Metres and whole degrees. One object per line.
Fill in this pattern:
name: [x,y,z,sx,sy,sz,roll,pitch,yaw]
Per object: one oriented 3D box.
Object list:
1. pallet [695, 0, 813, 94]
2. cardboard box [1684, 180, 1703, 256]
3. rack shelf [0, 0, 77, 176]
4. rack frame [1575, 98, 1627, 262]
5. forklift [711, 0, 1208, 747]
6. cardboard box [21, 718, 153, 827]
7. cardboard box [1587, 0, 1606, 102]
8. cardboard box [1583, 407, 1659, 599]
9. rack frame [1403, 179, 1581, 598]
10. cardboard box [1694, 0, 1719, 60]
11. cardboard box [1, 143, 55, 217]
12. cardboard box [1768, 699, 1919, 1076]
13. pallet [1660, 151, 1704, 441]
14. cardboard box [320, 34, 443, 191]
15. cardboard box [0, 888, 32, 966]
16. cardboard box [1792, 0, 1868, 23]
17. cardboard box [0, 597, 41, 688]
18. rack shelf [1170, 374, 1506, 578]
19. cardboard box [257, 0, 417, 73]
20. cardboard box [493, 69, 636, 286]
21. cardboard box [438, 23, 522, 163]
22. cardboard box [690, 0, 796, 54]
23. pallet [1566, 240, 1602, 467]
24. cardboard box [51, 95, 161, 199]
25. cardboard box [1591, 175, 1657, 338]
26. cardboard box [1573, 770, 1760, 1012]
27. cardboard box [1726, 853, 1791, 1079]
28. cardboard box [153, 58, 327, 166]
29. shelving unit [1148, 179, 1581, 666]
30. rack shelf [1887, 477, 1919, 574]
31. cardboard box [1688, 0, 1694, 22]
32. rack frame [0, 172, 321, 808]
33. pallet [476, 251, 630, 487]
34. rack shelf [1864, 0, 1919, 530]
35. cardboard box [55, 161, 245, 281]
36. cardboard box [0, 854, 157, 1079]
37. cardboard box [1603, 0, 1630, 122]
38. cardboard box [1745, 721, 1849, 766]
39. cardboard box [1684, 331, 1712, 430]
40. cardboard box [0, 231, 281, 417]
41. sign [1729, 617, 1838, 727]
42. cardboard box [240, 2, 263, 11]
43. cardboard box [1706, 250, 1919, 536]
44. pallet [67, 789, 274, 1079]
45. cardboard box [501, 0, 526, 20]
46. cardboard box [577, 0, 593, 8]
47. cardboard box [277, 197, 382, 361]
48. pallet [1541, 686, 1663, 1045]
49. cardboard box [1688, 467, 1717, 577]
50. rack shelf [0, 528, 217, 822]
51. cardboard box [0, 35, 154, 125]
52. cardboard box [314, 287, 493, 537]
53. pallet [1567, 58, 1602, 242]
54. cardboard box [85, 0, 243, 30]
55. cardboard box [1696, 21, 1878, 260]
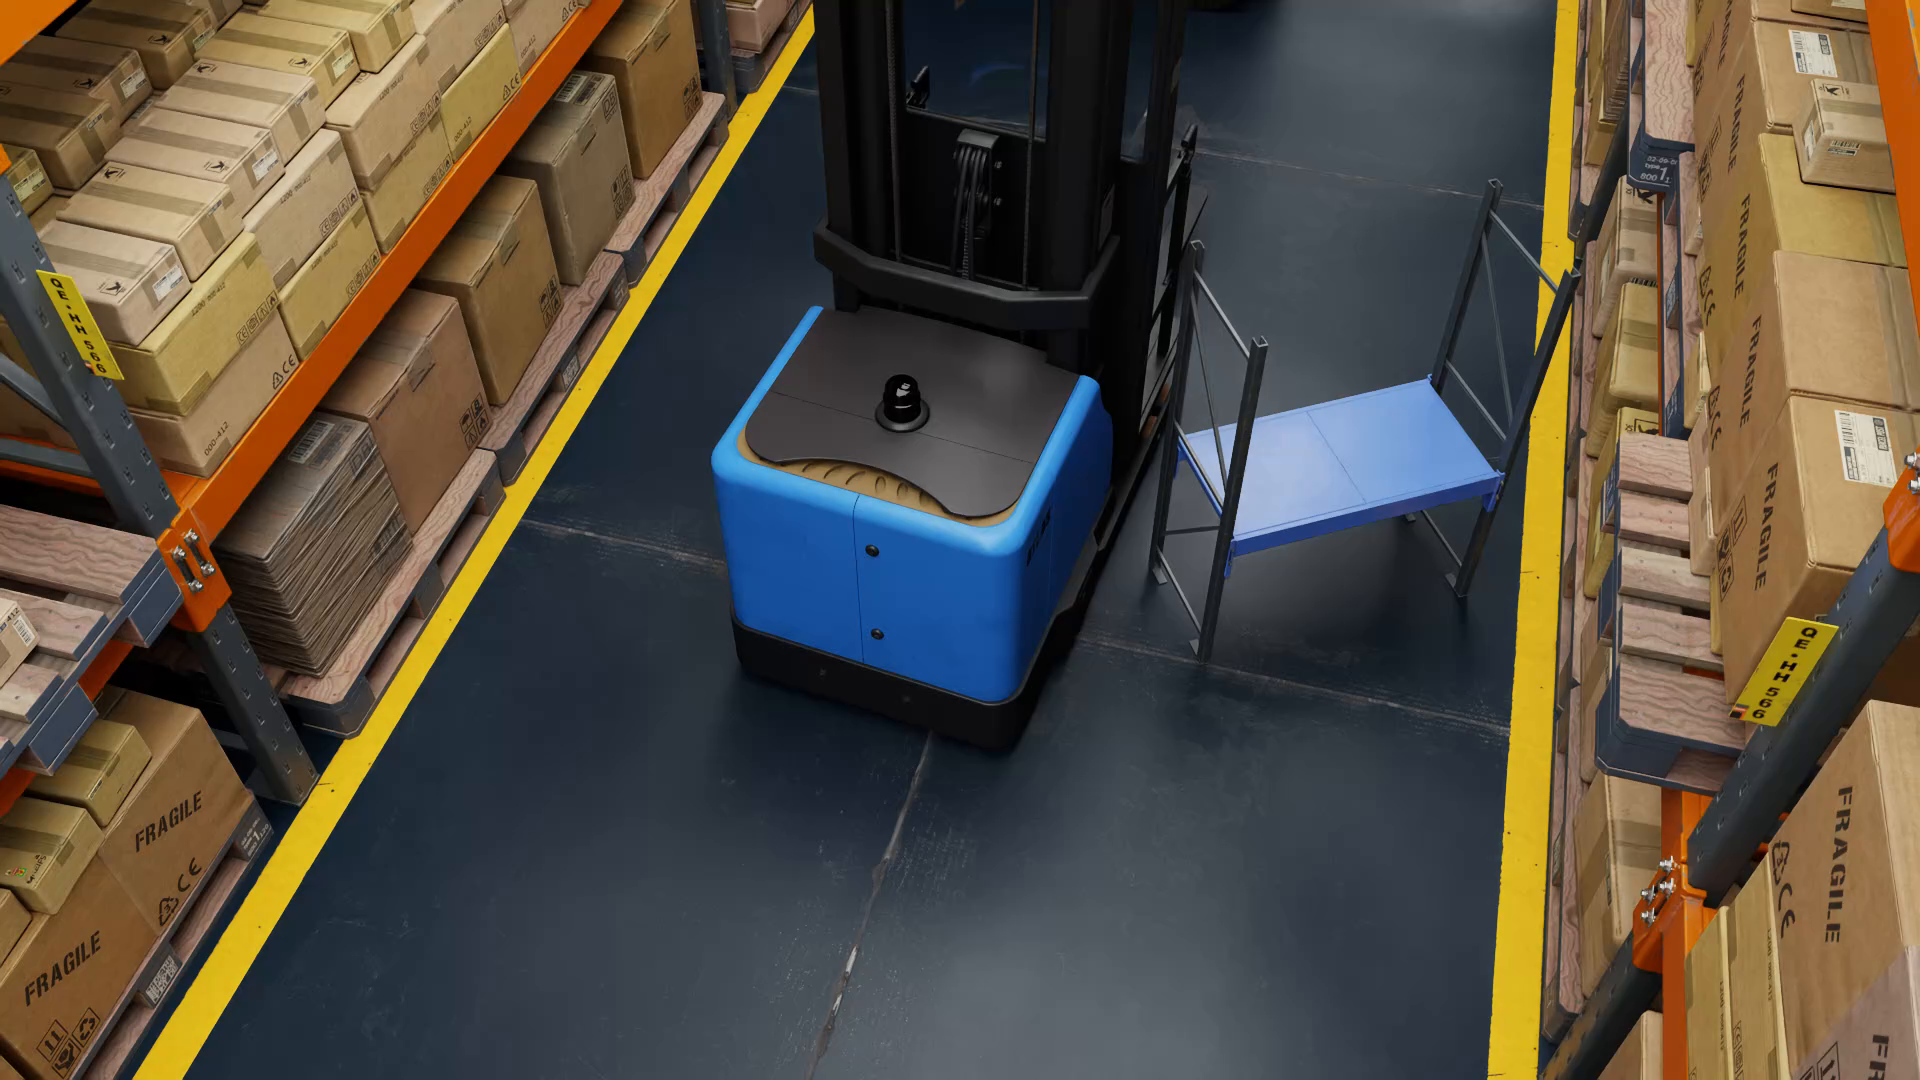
pallet: [-1.330,-2.792,8.573,1.003,0.211,1.213,12,50,10]
cardboard box: [2.390,-0.952,4.977,0.380,0.149,0.250,13,50,11]
rack shelf: [-2.106,-2.455,4.895,1.077,0.370,4.000,12,50,10]
rack frame: [3.210,-2.171,6.165,1.000,3.000,0.127,12,50,10]
forklift: [0.227,-1.407,5.537,1.130,2.935,3.031,16,51,14]
cardboard box: [-2.518,0.627,4.651,0.380,0.149,0.250,9,49,8]
cardboard box: [3.237,-2.267,7.804,0.500,0.250,0.500,10,49,9]
cardboard box: [2.707,-0.036,5.754,0.950,0.372,0.625,13,50,11]
rack frame: [1.758,-0.465,5.660,0.032,1.500,0.500,-13,50,-12]
cardboard box: [2.679,-1.796,5.289,0.500,0.500,0.500,12,50,10]
cardboard box: [-2.781,-0.988,4.622,0.380,0.149,0.250,13,50,11]
cardboard box: [1.792,0.667,2.927,0.500,0.500,0.500,10,49,9]
pallet: [2.639,-0.654,4.954,1.003,0.211,1.213,12,50,10]
cardboard box: [-1.991,-1.380,5.234,0.500,0.250,0.500,10,49,9]
cardboard box: [-2.671,1.012,4.311,0.380,0.149,0.250,10,49,9]
cardboard box: [2.559,-1.579,4.665,0.380,0.149,0.250,14,50,12]
cardboard box: [-2.435,0.241,3.924,0.380,0.149,0.250,12,50,11]
rack shelf: [1.273,-0.231,5.693,1.000,0.185,0.538,-13,50,-12]
cardboard box: [-1.934,-1.610,5.171,0.380,0.149,0.250,13,50,11]
cardboard box: [-1.917,-1.561,6.931,0.875,0.625,0.625,11,50,10]
cardboard box: [-1.875,-1.589,5.752,0.500,0.250,0.500,13,50,11]
cardboard box: [-1.133,-2.661,8.152,0.500,0.250,0.500,12,50,10]
pallet: [3.007,-0.684,6.713,1.003,0.211,1.213,12,50,10]
cardboard box: [-2.649,-1.120,5.004,0.500,0.250,0.500,12,50,10]
cardboard box: [3.075,-1.060,6.658,0.950,0.372,0.625,12,50,11]
cardboard box: [2.316,1.047,4.798,0.950,0.372,0.625,9,49,7]
cardboard box: [1.786,0.925,3.200,0.500,0.250,0.500,11,50,10]
cardboard box: [-2.095,-1.250,4.853,0.380,0.149,0.250,12,50,10]
shelving unit: [1.273,-0.350,5.559,1.048,1.500,0.538,-13,50,-12]
rack shelf: [1.631,1.415,1.480,1.077,0.370,4.000,12,50,10]
cardboard box: [2.760,-1.889,5.804,0.380,0.149,0.250,12,50,11]
rack frame: [-2.632,-0.254,4.474,1.000,3.000,0.127,12,50,10]
pallet: [-2.055,-0.799,6.814,1.003,0.211,1.213,12,50,10]
rack shelf: [2.684,-1.478,4.033,1.077,0.370,4.000,12,50,10]
cardboard box: [-2.195,-0.868,4.516,0.380,0.149,0.250,13,50,11]
cardboard box: [-2.678,1.142,4.628,0.500,0.500,0.500,11,49,9]
cardboard box: [3.107,-2.129,7.182,0.500,0.500,0.500,11,49,10]
cardboard box: [2.017,0.383,3.798,0.380,0.149,0.250,13,50,11]
cardboard box: [2.174,-0.398,4.488,0.380,0.149,0.250,12,50,11]
cardboard box: [-2.255,-0.638,4.579,0.500,0.250,0.500,12,50,10]
sign: [1.632,0.266,3.296,0.100,0.325,0.005,12,50,10]
cardboard box: [-2.375,-1.844,5.643,0.500,0.250,0.500,11,49,9]
cardboard box: [2.135,-0.308,3.976,0.500,0.500,0.500,11,49,9]
pallet: [-2.865,1.201,5.049,1.003,0.211,1.213,12,50,10]
cardboard box: [-1.730,-2.115,5.883,0.500,0.250,0.500,12,50,11]
cardboard box: [-1.586,-2.317,6.394,0.500,0.250,0.500,11,50,10]
cardboard box: [-2.142,-0.840,5.091,0.500,0.250,0.500,11,49,9]
pallet: [2.365,1.081,5.156,1.003,0.211,1.213,12,50,10]
cardboard box: [2.041,-0.016,4.151,0.380,0.149,0.250,11,50,10]
rack shelf: [-3.158,1.431,3.467,1.077,0.370,4.000,12,50,10]
cardboard box: [-2.656,-1.355,4.946,0.380,0.149,0.250,11,49,9]
cardboard box: [-2.290,-0.530,6.021,0.875,0.625,0.625,13,50,11]
pallet: [3.353,-1.741,7.645,1.003,0.211,1.213,12,50,10]
cardboard box: [-2.527,-1.726,5.273,0.380,0.149,0.250,11,49,9]
cardboard box: [2.411,-1.067,4.646,0.500,0.500,0.500,10,49,8]
